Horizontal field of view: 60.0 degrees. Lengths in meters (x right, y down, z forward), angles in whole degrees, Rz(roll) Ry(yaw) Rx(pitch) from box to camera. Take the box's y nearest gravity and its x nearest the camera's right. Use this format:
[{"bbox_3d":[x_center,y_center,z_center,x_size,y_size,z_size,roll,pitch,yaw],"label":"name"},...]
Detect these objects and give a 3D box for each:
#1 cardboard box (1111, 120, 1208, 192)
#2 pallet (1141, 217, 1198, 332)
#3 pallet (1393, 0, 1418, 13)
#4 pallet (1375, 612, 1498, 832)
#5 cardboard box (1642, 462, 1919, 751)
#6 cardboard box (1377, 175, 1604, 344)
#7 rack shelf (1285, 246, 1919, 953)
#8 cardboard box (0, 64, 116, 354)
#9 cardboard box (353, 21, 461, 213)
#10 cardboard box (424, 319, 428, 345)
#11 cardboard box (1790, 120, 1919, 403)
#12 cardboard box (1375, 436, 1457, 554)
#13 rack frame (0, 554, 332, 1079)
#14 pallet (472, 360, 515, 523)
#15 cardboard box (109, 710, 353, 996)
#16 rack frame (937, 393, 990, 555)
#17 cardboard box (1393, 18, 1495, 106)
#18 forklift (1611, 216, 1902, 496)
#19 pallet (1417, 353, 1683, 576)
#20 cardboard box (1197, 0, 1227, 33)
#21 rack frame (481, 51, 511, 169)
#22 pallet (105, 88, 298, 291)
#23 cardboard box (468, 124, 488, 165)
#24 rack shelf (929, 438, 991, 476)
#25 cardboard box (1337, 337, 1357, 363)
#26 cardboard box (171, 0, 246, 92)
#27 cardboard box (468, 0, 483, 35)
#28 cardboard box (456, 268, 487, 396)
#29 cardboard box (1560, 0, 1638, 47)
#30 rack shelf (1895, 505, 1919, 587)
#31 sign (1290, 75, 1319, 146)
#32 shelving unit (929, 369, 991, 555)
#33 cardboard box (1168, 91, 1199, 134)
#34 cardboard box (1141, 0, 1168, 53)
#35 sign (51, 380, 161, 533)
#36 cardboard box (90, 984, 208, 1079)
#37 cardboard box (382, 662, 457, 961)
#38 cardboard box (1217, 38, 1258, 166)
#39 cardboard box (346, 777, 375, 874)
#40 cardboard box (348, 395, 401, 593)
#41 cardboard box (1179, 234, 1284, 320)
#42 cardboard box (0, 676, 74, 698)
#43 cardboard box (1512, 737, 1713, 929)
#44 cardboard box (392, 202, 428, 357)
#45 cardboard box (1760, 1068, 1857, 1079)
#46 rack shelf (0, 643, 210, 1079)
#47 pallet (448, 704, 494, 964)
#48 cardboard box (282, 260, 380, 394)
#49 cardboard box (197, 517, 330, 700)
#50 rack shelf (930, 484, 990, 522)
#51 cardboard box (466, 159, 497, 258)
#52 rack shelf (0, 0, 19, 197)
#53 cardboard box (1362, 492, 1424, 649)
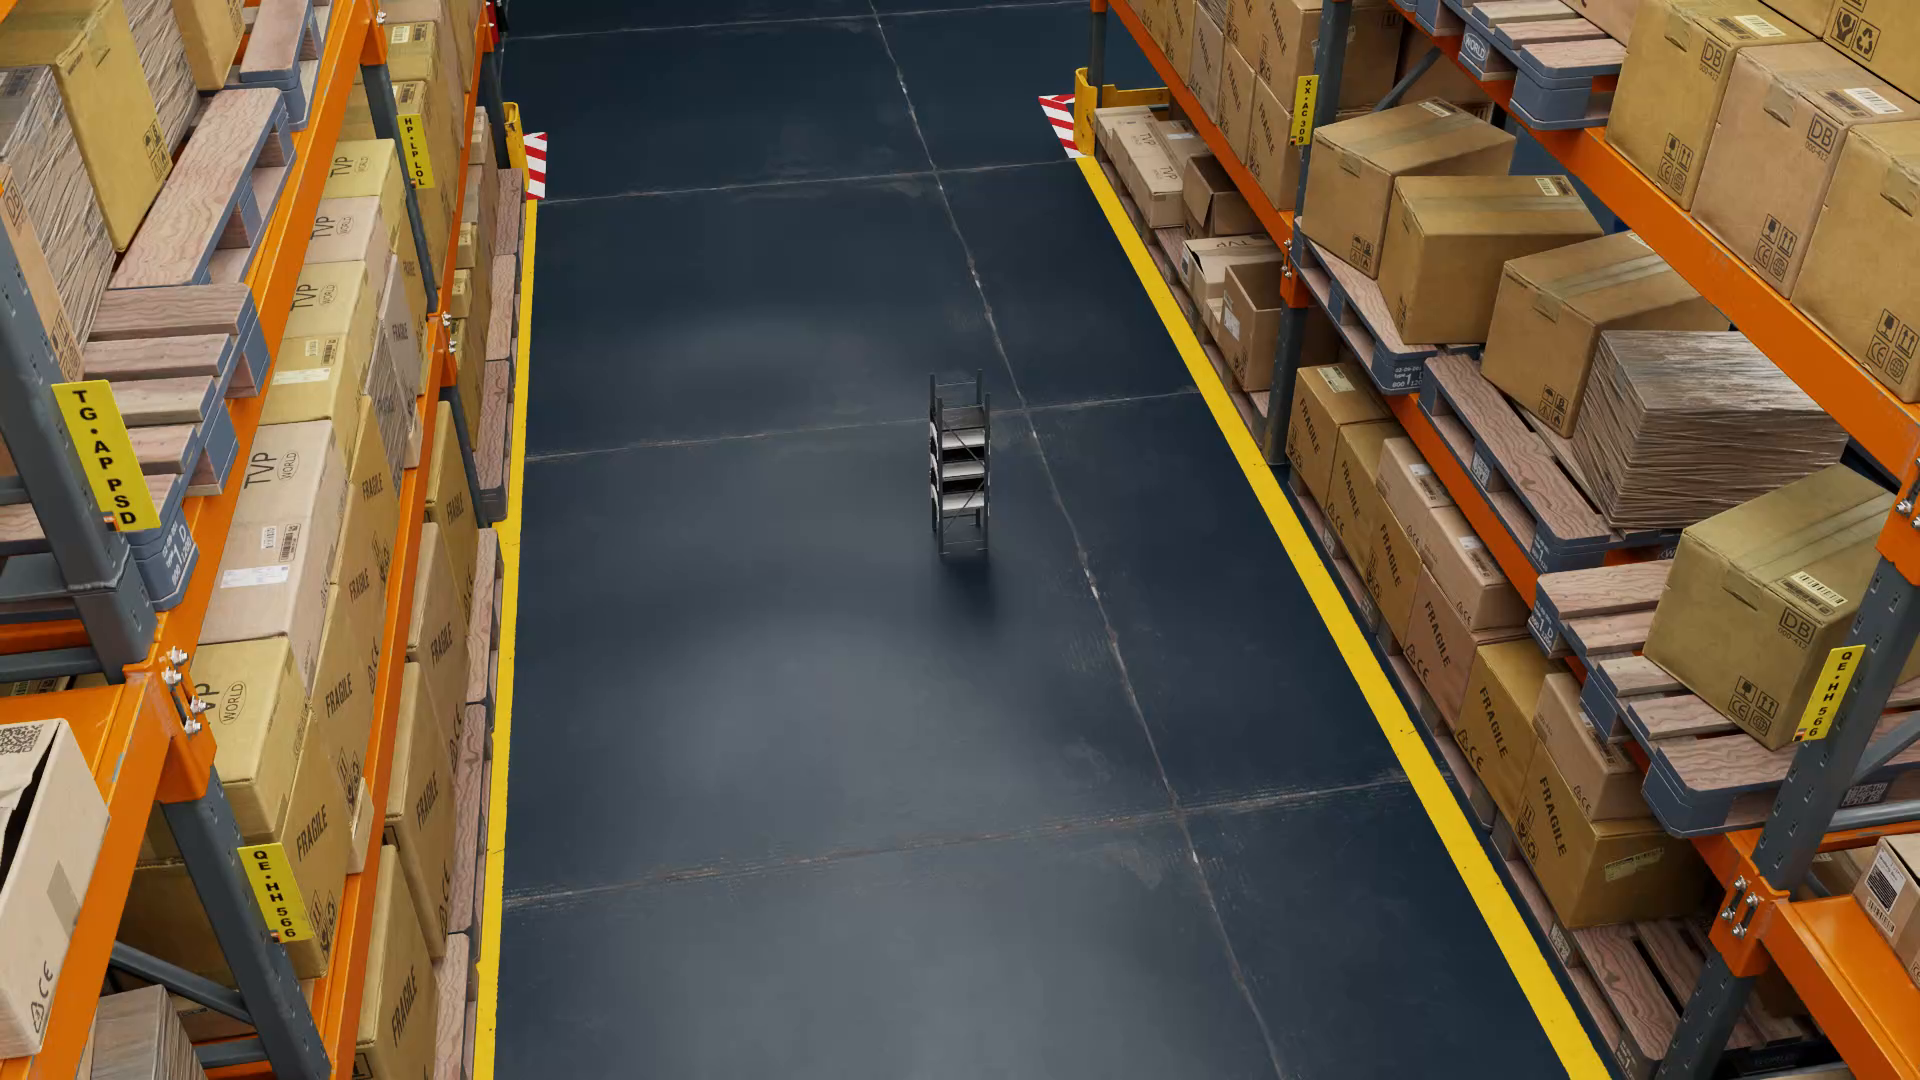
[{"bbox_3d":[1.287,-2.497,10.801,0.500,0.250,0.500,-6,38,-8],"label":"cardboard box"},{"bbox_3d":[1.748,-1.706,10.174,1.003,0.211,1.213,-6,38,-8],"label":"pallet"},{"bbox_3d":[2.130,-2.363,6.454,1.213,0.211,1.003,-6,38,-8],"label":"pallet"},{"bbox_3d":[2.482,0.673,7.112,1.003,0.211,1.213,-6,38,-8],"label":"pallet"},{"bbox_3d":[2.565,0.189,5.038,0.700,0.500,0.500,-19,42,-23],"label":"cardboard box"},{"bbox_3d":[2.131,-1.140,6.749,0.700,0.500,0.500,-1,38,-1],"label":"cardboard box"},{"bbox_3d":[2.436,-0.162,6.499,1.077,0.370,4.000,-6,38,-8],"label":"rack shelf"},{"bbox_3d":[-2.376,-0.702,3.723,0.700,0.500,0.500,-8,39,-10],"label":"cardboard box"},{"bbox_3d":[-2.993,-2.008,8.045,0.980,0.700,0.700,-7,38,-9],"label":"cardboard box"},{"bbox_3d":[-2.453,-0.854,6.992,0.380,0.149,0.250,-6,38,-8],"label":"cardboard box"},{"bbox_3d":[2.677,-0.722,4.107,0.910,0.500,0.500,-6,38,-8],"label":"cardboard box"},{"bbox_3d":[2.105,-0.214,7.048,0.500,0.250,0.500,-6,38,-8],"label":"cardboard box"},{"bbox_3d":[-2.090,1.297,4.035,1.000,3.000,0.127,-6,38,-8],"label":"rack frame"},{"bbox_3d":[-2.848,-0.485,8.602,1.003,0.211,1.213,-6,38,-8],"label":"pallet"},{"bbox_3d":[-1.923,0.812,4.320,0.500,0.500,0.500,-5,38,-7],"label":"cardboard box"},{"bbox_3d":[0.016,-0.299,7.801,0.240,0.900,0.006,-6,38,-8],"label":"rack frame"},{"bbox_3d":[2.279,-2.403,7.902,0.500,0.500,0.500,-5,38,-7],"label":"cardboard box"},{"bbox_3d":[4.686,-1.868,8.165,1.130,2.935,3.031,-9,39,-11],"label":"forklift"},{"bbox_3d":[2.441,-0.336,6.294,1.003,0.211,1.213,-6,38,-8],"label":"pallet"},{"bbox_3d":[1.561,-2.979,8.643,0.500,0.500,0.500,-6,38,-8],"label":"cardboard box"},{"bbox_3d":[-3.493,-3.535,10.255,1.000,3.000,0.127,-6,38,-8],"label":"rack frame"},{"bbox_3d":[-2.454,-0.871,4.535,1.003,0.211,1.213,-5,38,-6],"label":"pallet"},{"bbox_3d":[-3.024,-2.345,9.890,0.380,0.149,0.250,-5,38,-7],"label":"cardboard box"},{"bbox_3d":[-0.001,-0.405,7.845,0.258,0.077,0.200,-6,38,-8],"label":"rack shelf"},{"bbox_3d":[2.224,-1.043,8.880,0.500,0.311,0.500,-6,38,-8],"label":"cardboard box"},{"bbox_3d":[-2.584,-1.644,4.936,0.700,0.500,0.500,-7,38,-9],"label":"cardboard box"},{"bbox_3d":[-3.393,-3.346,9.768,0.980,0.700,0.700,-5,38,-6],"label":"cardboard box"},{"bbox_3d":[-2.906,-1.064,8.770,0.700,0.500,0.500,-7,38,-8],"label":"cardboard box"},{"bbox_3d":[2.337,-1.966,5.285,0.600,0.600,0.600,-8,38,-10],"label":"cardboard box"},{"bbox_3d":[3.137,1.070,2.469,1.077,0.370,4.000,-6,38,-8],"label":"rack shelf"},{"bbox_3d":[1.552,-1.933,7.487,0.100,0.325,0.005,-6,38,-8],"label":"sign"},{"bbox_3d":[-0.001,-0.360,7.880,0.258,0.900,0.210,-6,38,-8],"label":"shelving unit"},{"bbox_3d":[1.722,-2.954,11.187,0.500,0.500,0.500,-6,38,-8],"label":"cardboard box"},{"bbox_3d":[1.383,-3.198,9.740,0.500,0.500,0.500,-6,38,-8],"label":"cardboard box"},{"bbox_3d":[-1.555,-0.149,3.030,0.100,0.325,0.005,-6,38,-8],"label":"sign"},{"bbox_3d":[-1.998,1.367,3.505,0.700,0.500,0.500,-11,39,-13],"label":"cardboard box"},{"bbox_3d":[-2.237,0.992,5.838,0.750,0.750,0.750,-6,38,-8],"label":"cardboard box"},{"bbox_3d":[1.653,-2.279,8.557,0.500,0.500,0.500,-5,38,-7],"label":"cardboard box"},{"bbox_3d":[-1.919,0.842,4.810,0.380,0.149,0.250,-5,38,-7],"label":"cardboard box"},{"bbox_3d":[-2.191,-0.119,5.518,0.500,0.500,0.500,-5,38,-7],"label":"cardboard box"},{"bbox_3d":[1.574,-1.532,9.510,0.500,0.311,0.500,-6,38,-8],"label":"cardboard box"},{"bbox_3d":[-2.425,0.590,3.994,0.500,0.250,0.500,-5,38,-7],"label":"cardboard box"},{"bbox_3d":[2.391,1.036,6.050,0.500,0.500,0.500,-5,38,-6],"label":"cardboard box"},{"bbox_3d":[-2.462,-1.032,6.693,0.500,0.500,0.500,-7,38,-9],"label":"cardboard box"},{"bbox_3d":[2.589,1.809,4.819,0.500,0.311,0.500,-5,38,-6],"label":"cardboard box"},{"bbox_3d":[-1.739,1.605,1.781,1.077,0.370,4.000,-6,38,-8],"label":"rack shelf"},{"bbox_3d":[-2.365,1.179,6.460,1.003,0.211,1.213,-6,38,-8],"label":"pallet"},{"bbox_3d":[-2.288,-0.707,5.664,0.500,0.250,0.500,-6,38,-7],"label":"cardboard box"},{"bbox_3d":[-2.011,0.210,4.483,0.500,0.250,0.500,-7,38,-9],"label":"cardboard box"},{"bbox_3d":[-0.001,-0.192,8.011,0.258,0.077,0.200,-6,38,-8],"label":"rack shelf"},{"bbox_3d":[-3.184,-1.999,9.973,0.700,0.500,0.500,-6,38,-8],"label":"cardboard box"},{"bbox_3d":[-2.441,-1.838,4.093,1.077,0.370,4.000,-6,38,-8],"label":"rack shelf"},{"bbox_3d":[2.115,0.102,7.253,0.500,0.500,0.500,-6,38,-7],"label":"cardboard box"}]
